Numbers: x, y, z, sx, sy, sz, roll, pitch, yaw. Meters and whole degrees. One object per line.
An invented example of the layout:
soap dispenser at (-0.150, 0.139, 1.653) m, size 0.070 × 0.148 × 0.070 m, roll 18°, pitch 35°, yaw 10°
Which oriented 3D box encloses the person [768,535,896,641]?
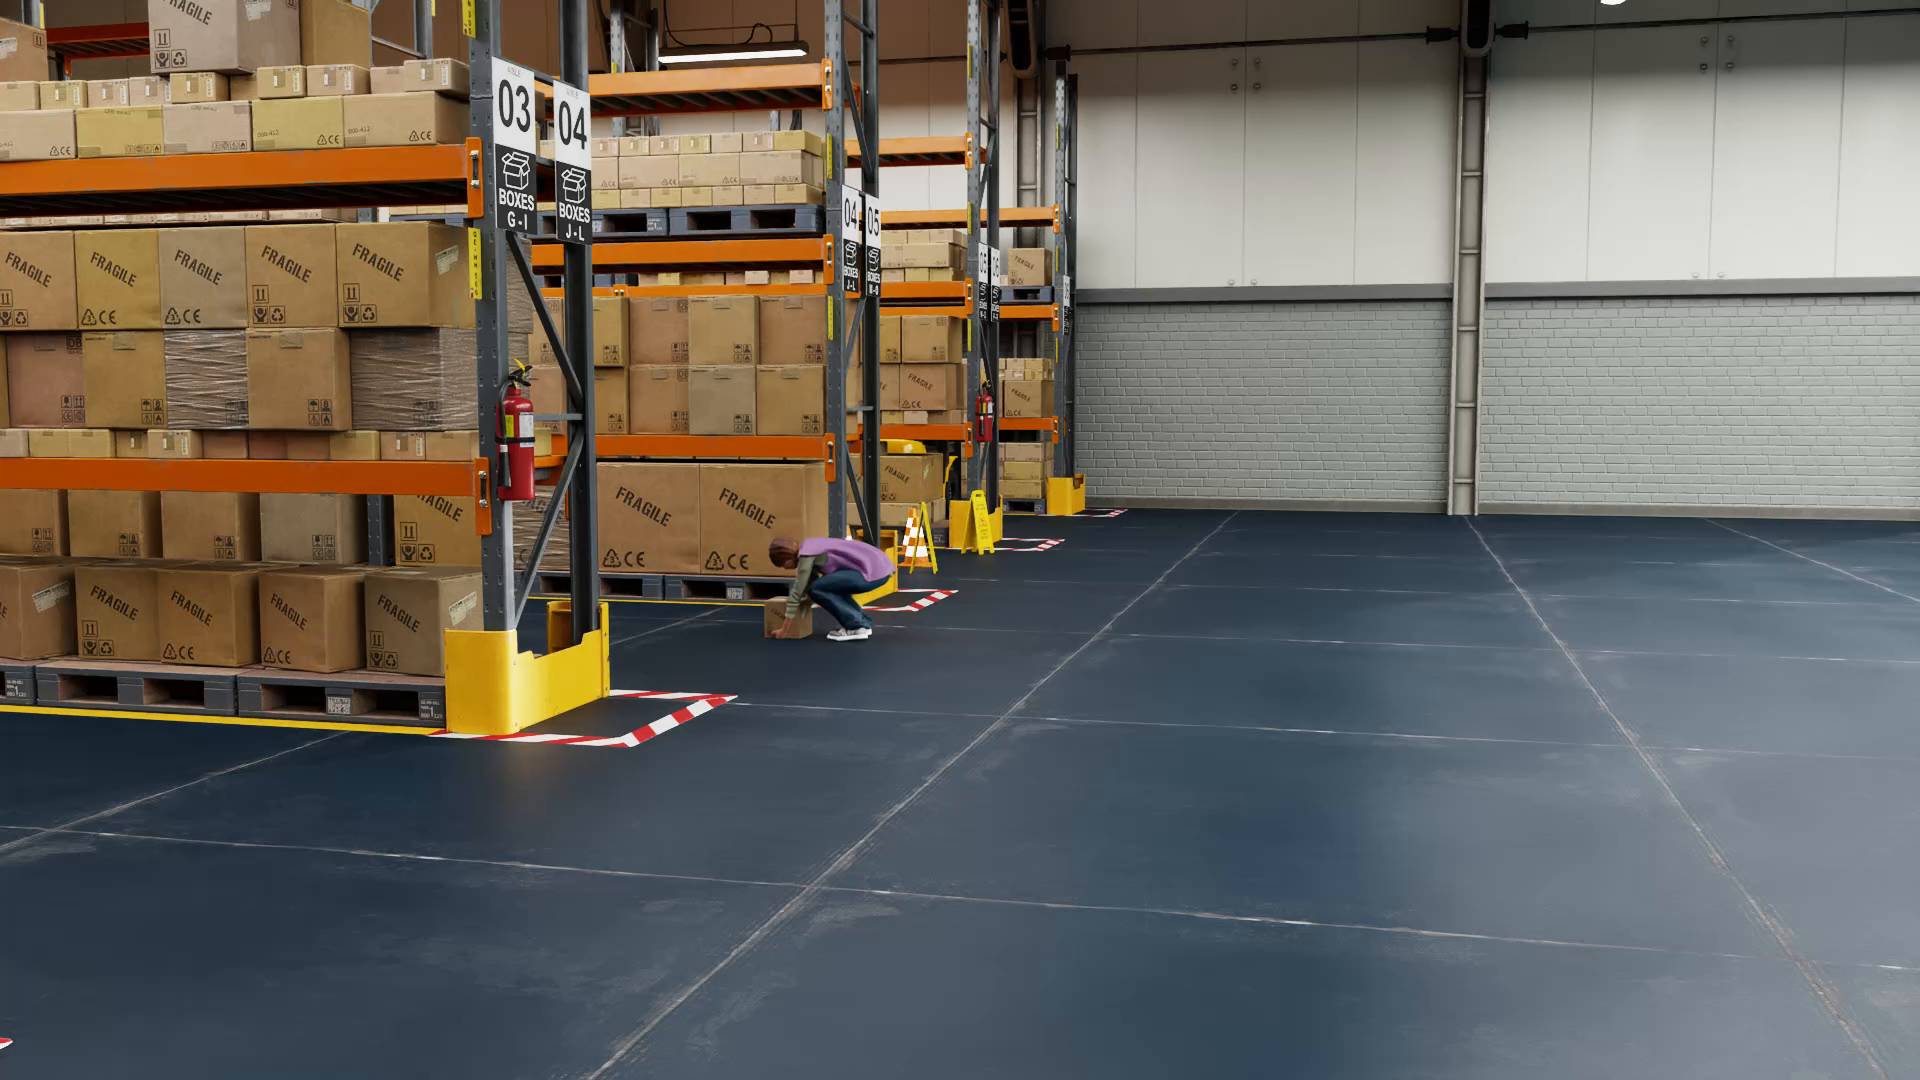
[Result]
person at (-0.858, 0.327, 11.114) m, size 0.858 × 0.701 × 0.419 m, roll 1°, pitch 5°, yaw 12°
